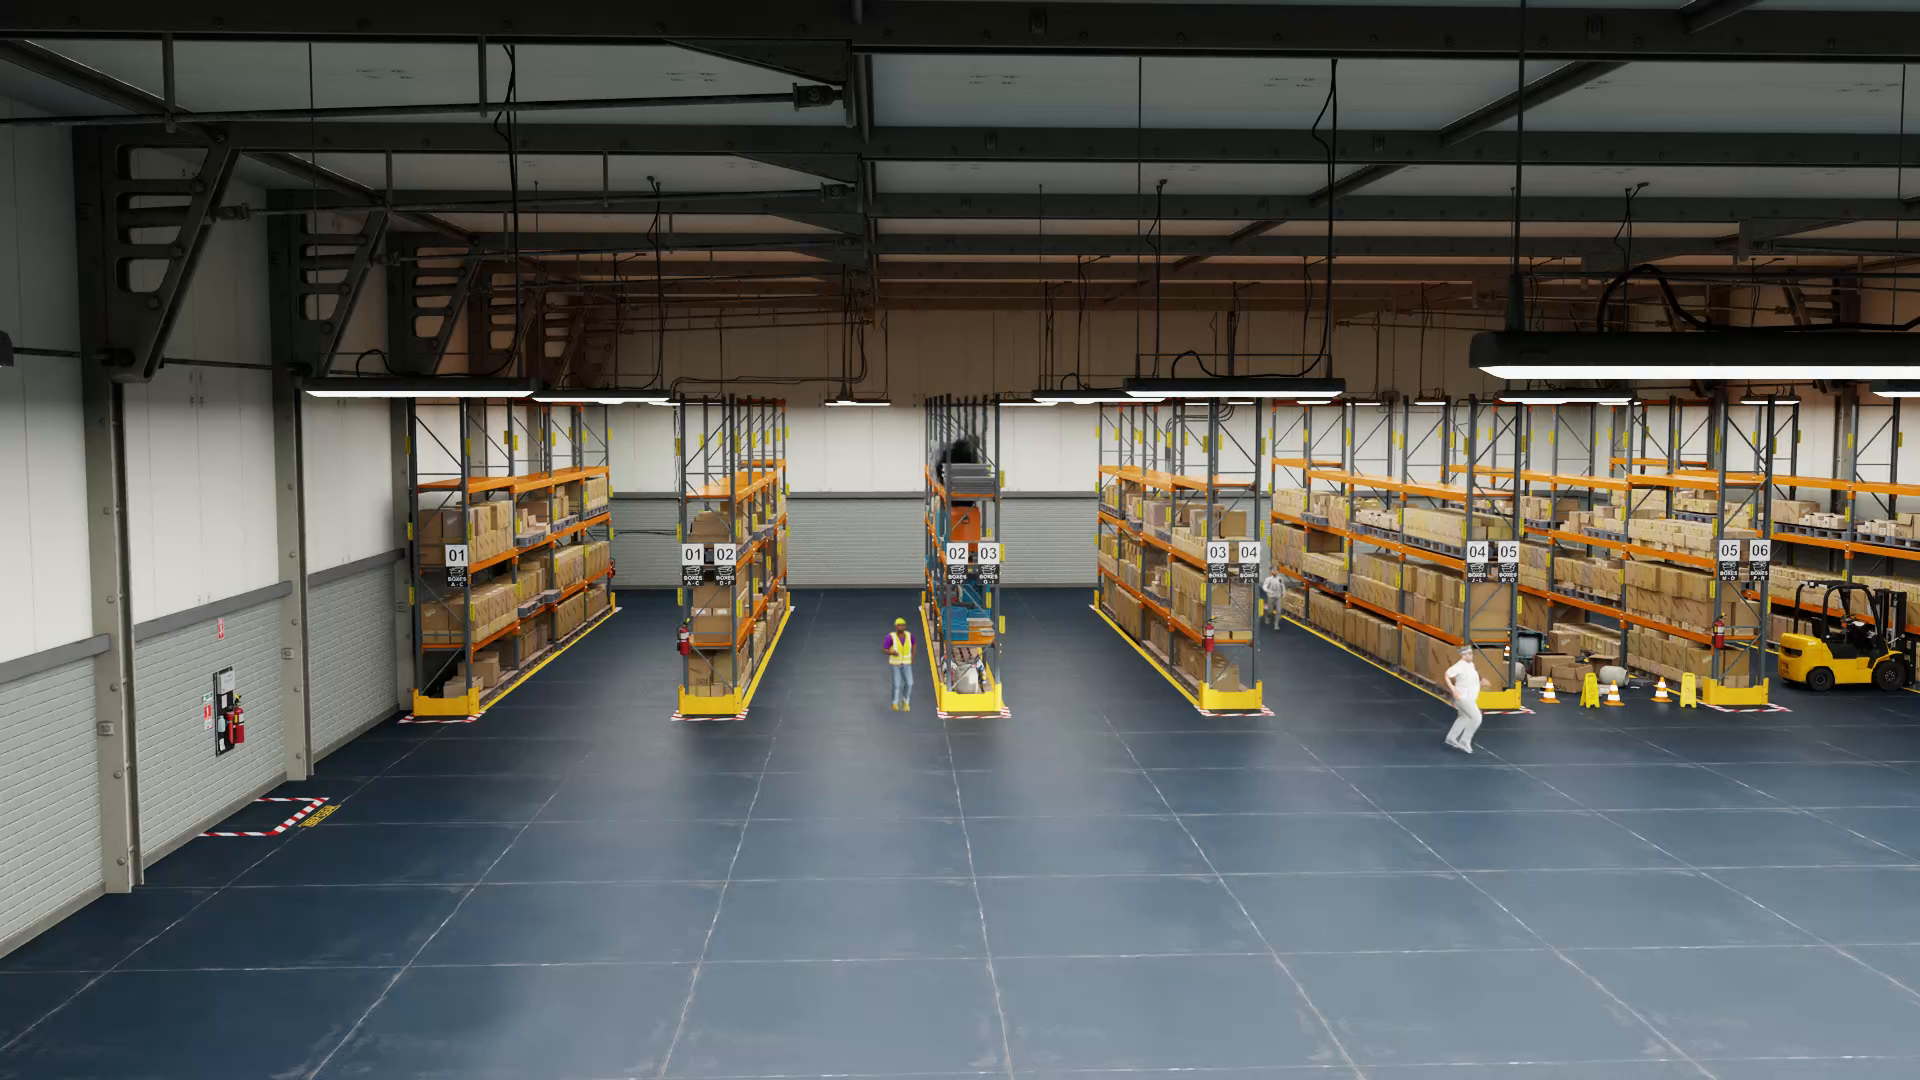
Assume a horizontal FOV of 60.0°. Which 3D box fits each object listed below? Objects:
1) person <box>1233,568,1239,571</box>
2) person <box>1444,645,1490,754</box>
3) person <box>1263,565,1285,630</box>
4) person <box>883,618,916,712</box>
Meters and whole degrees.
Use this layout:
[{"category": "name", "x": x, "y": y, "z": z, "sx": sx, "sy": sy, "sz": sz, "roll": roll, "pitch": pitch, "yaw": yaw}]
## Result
[{"category": "person", "x": 8.144, "y": 1.033, "z": 48.334, "sx": 0.884, "sy": 1.756, "sz": 0.719, "roll": -4, "pitch": 6, "yaw": -41}, {"category": "person", "x": 8.461, "y": 2.657, "z": 27.743, "sx": 0.731, "sy": 1.828, "sz": 0.635, "roll": 3, "pitch": 5, "yaw": 34}, {"category": "person", "x": 8.171, "y": 1.480, "z": 43.213, "sx": 0.619, "sy": 1.657, "sz": 0.736, "roll": -1, "pitch": 5, "yaw": -6}, {"category": "person", "x": -1.109, "y": 2.378, "z": 31.398, "sx": 0.695, "sy": 1.810, "sz": 0.635, "roll": -1, "pitch": 5, "yaw": -17}]
